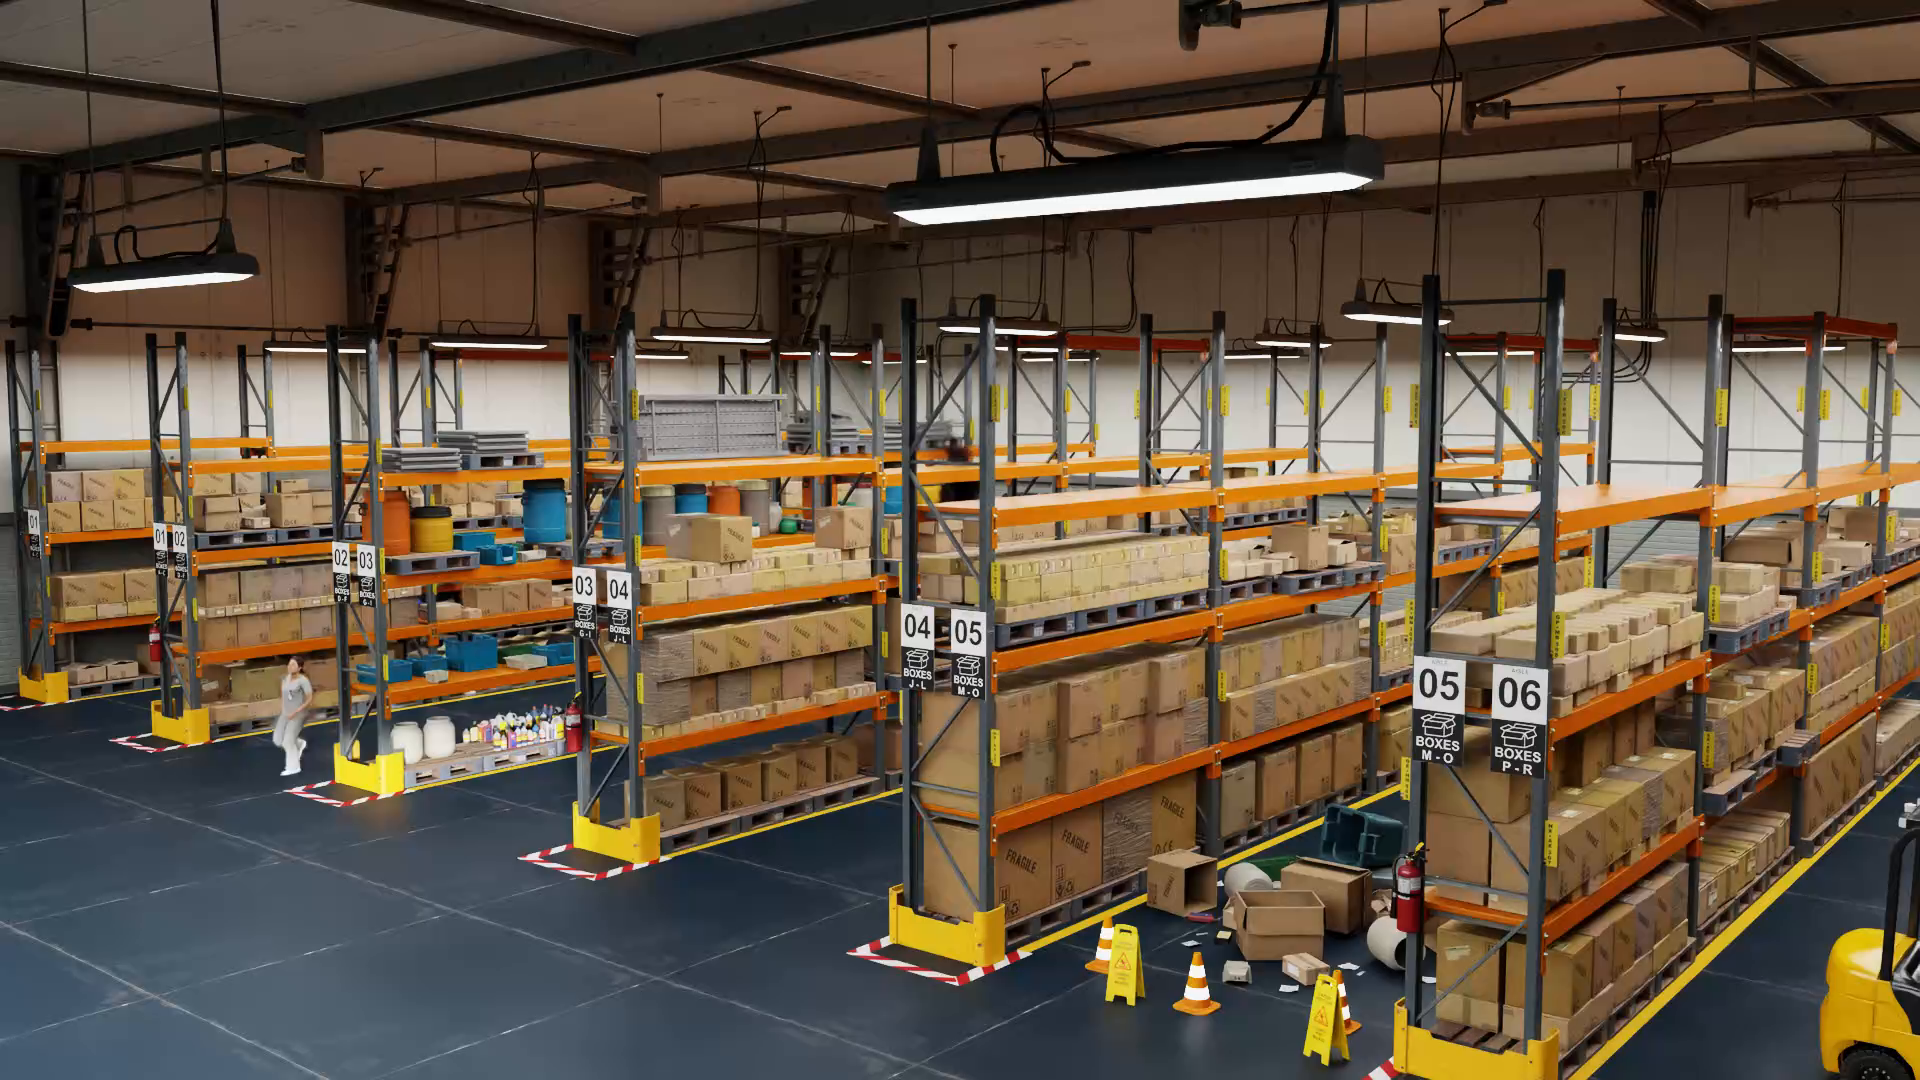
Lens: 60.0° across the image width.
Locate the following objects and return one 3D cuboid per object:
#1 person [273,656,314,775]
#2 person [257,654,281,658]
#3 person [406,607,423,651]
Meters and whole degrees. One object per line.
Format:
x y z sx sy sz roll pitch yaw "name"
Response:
-8.917 2.370 22.419 0.592 1.654 0.550 2 6 22 "person"
-11.347 1.873 27.481 0.663 1.664 0.575 5 7 41 "person"
-9.877 1.642 30.025 0.575 1.693 0.794 4 7 40 "person"
